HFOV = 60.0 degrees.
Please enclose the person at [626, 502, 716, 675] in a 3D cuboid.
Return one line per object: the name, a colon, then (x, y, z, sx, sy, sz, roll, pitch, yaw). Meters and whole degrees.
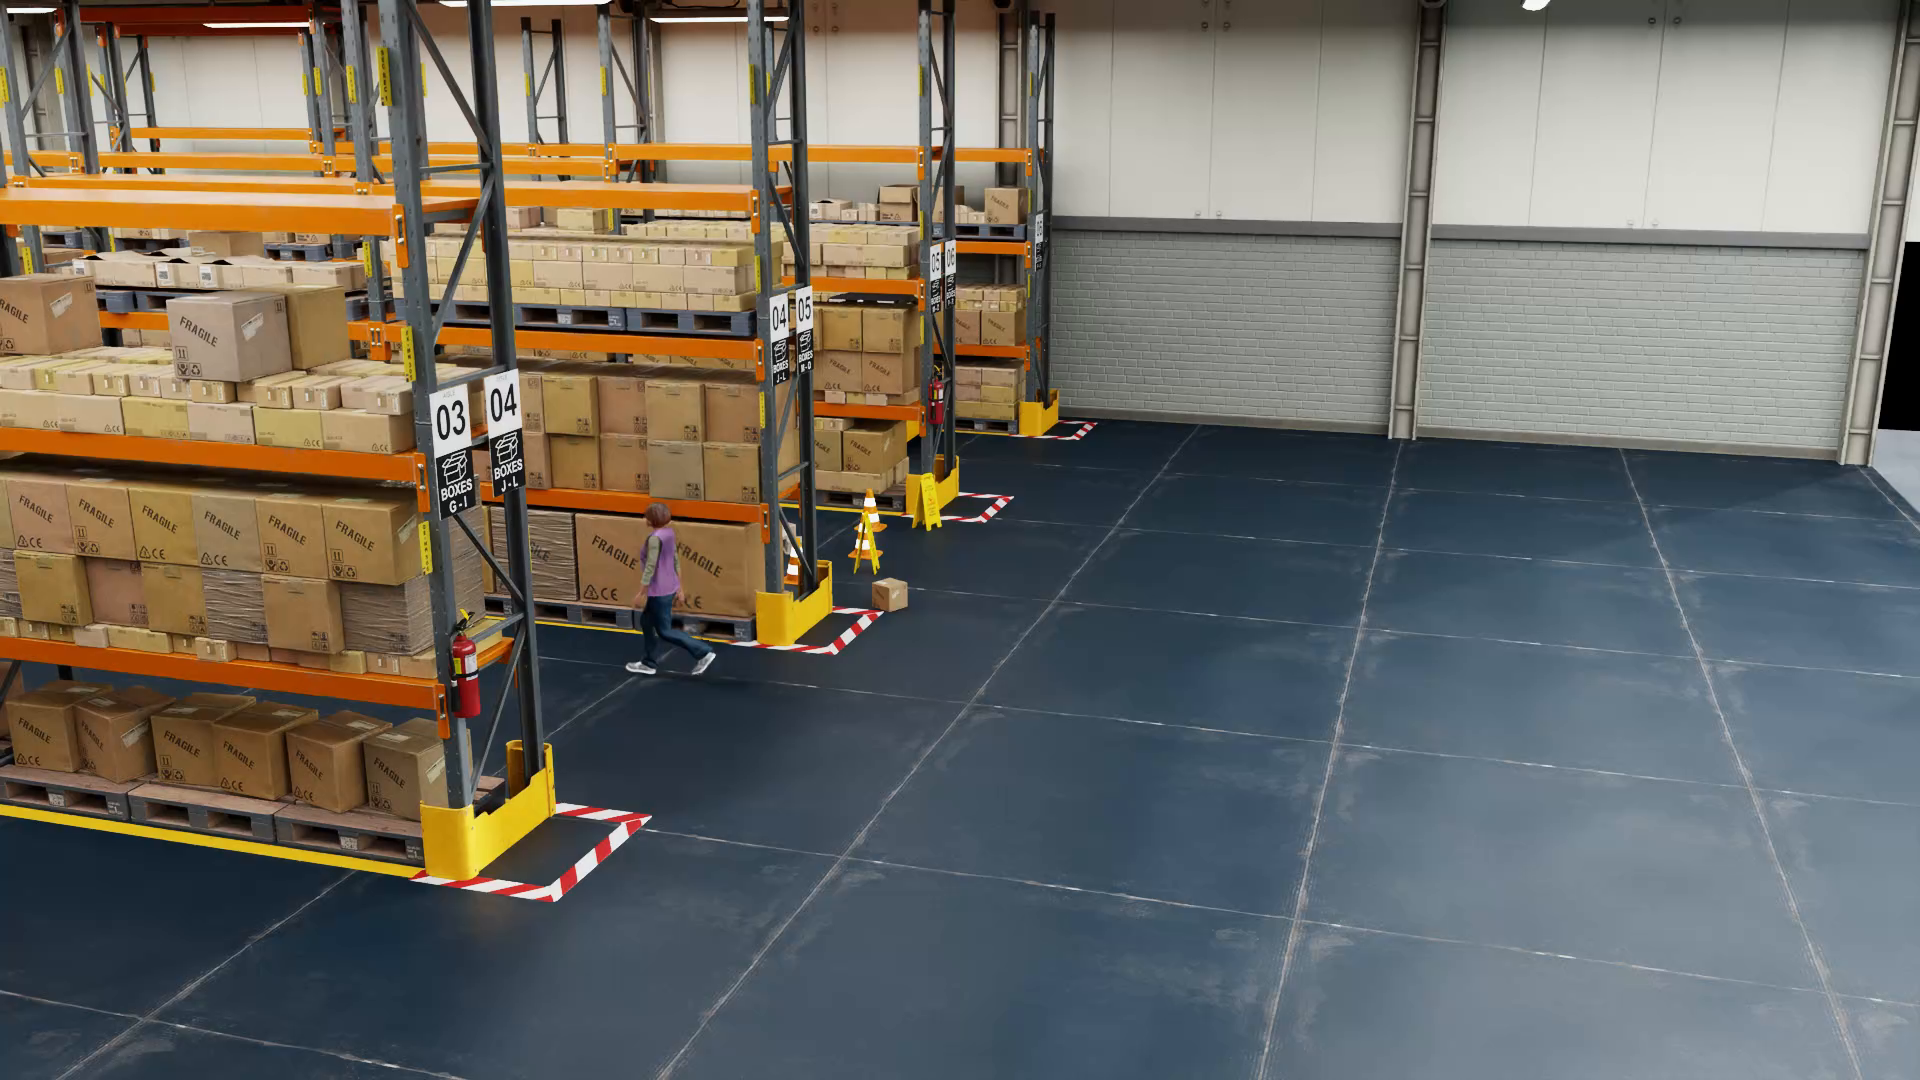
person: (-2.519, 0.437, 14.302, 0.861, 1.555, 0.437, 2, 15, 9)
